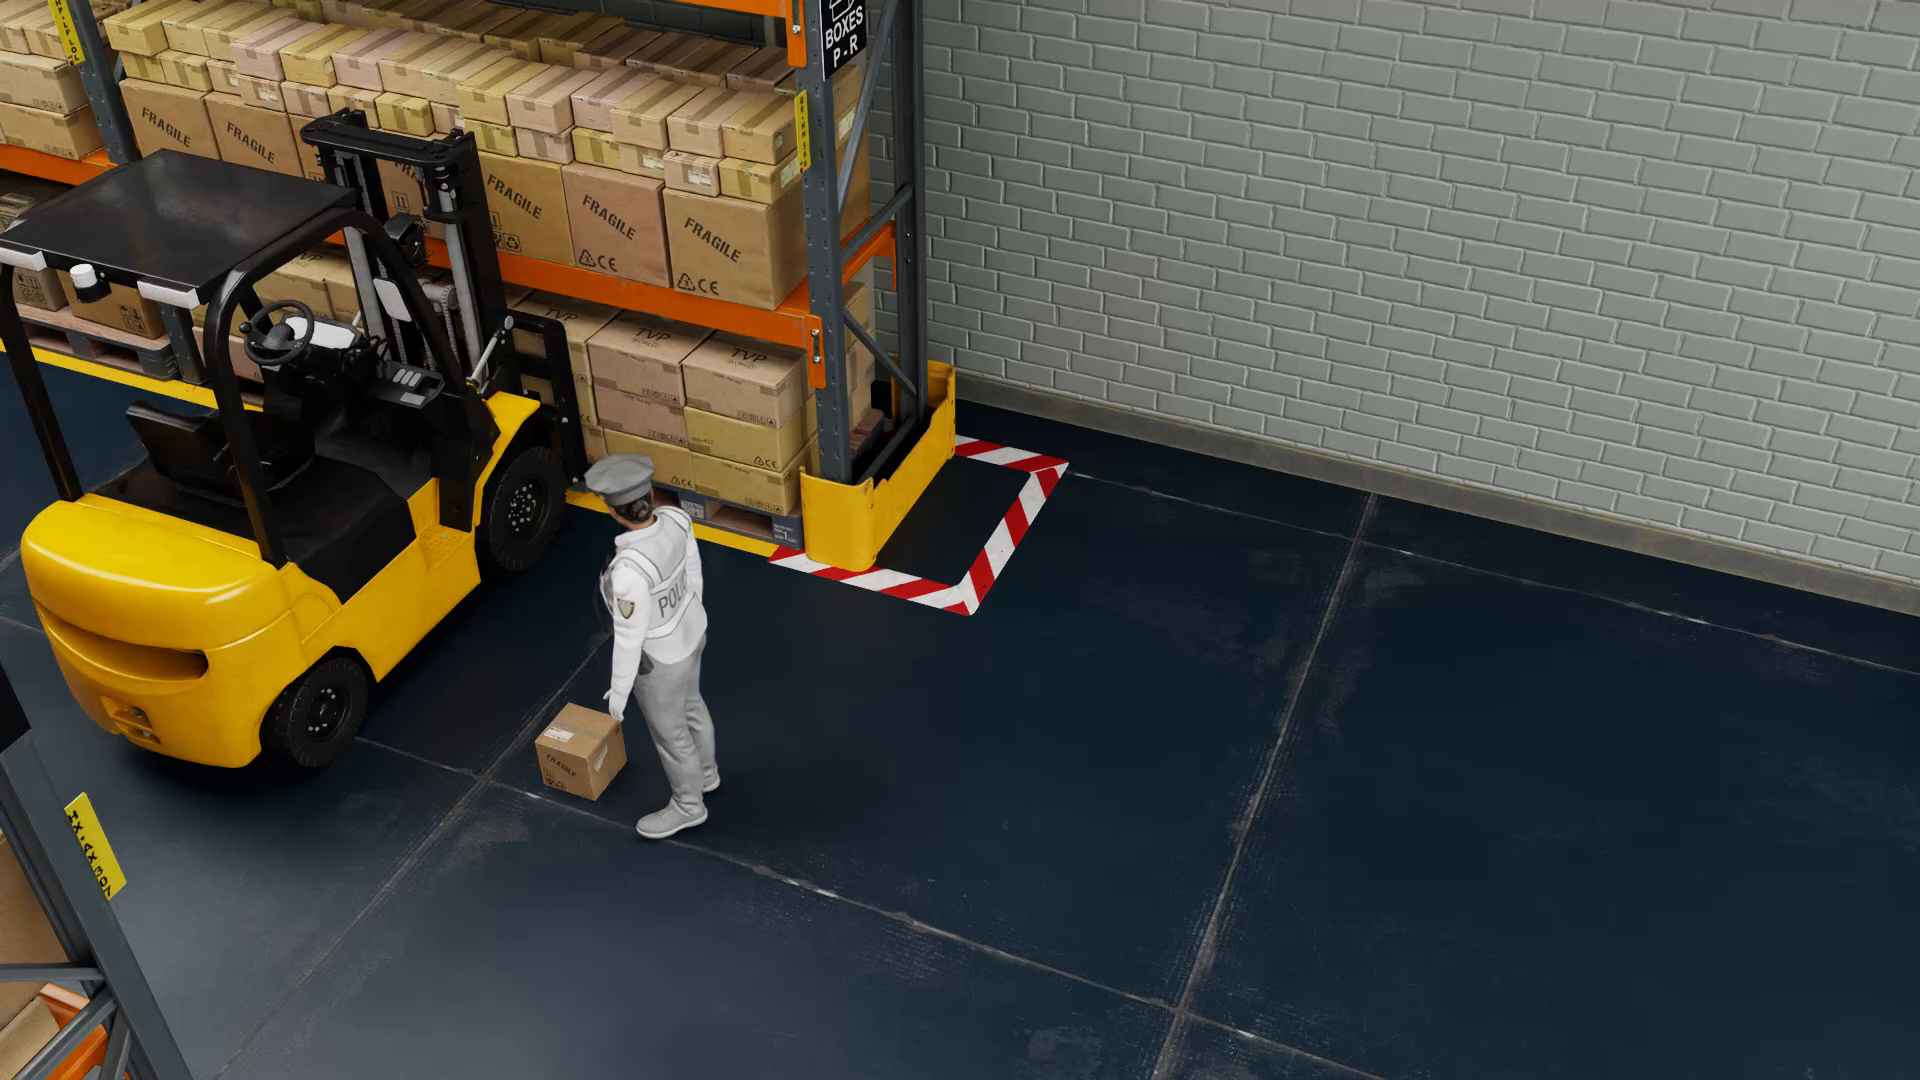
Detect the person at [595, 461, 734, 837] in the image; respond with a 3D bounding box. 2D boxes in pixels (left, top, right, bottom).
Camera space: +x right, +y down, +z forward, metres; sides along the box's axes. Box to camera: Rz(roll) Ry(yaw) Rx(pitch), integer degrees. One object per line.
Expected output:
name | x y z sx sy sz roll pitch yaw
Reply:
person | -1.124 0.431 6.256 0.334 1.674 0.467 16 40 19
